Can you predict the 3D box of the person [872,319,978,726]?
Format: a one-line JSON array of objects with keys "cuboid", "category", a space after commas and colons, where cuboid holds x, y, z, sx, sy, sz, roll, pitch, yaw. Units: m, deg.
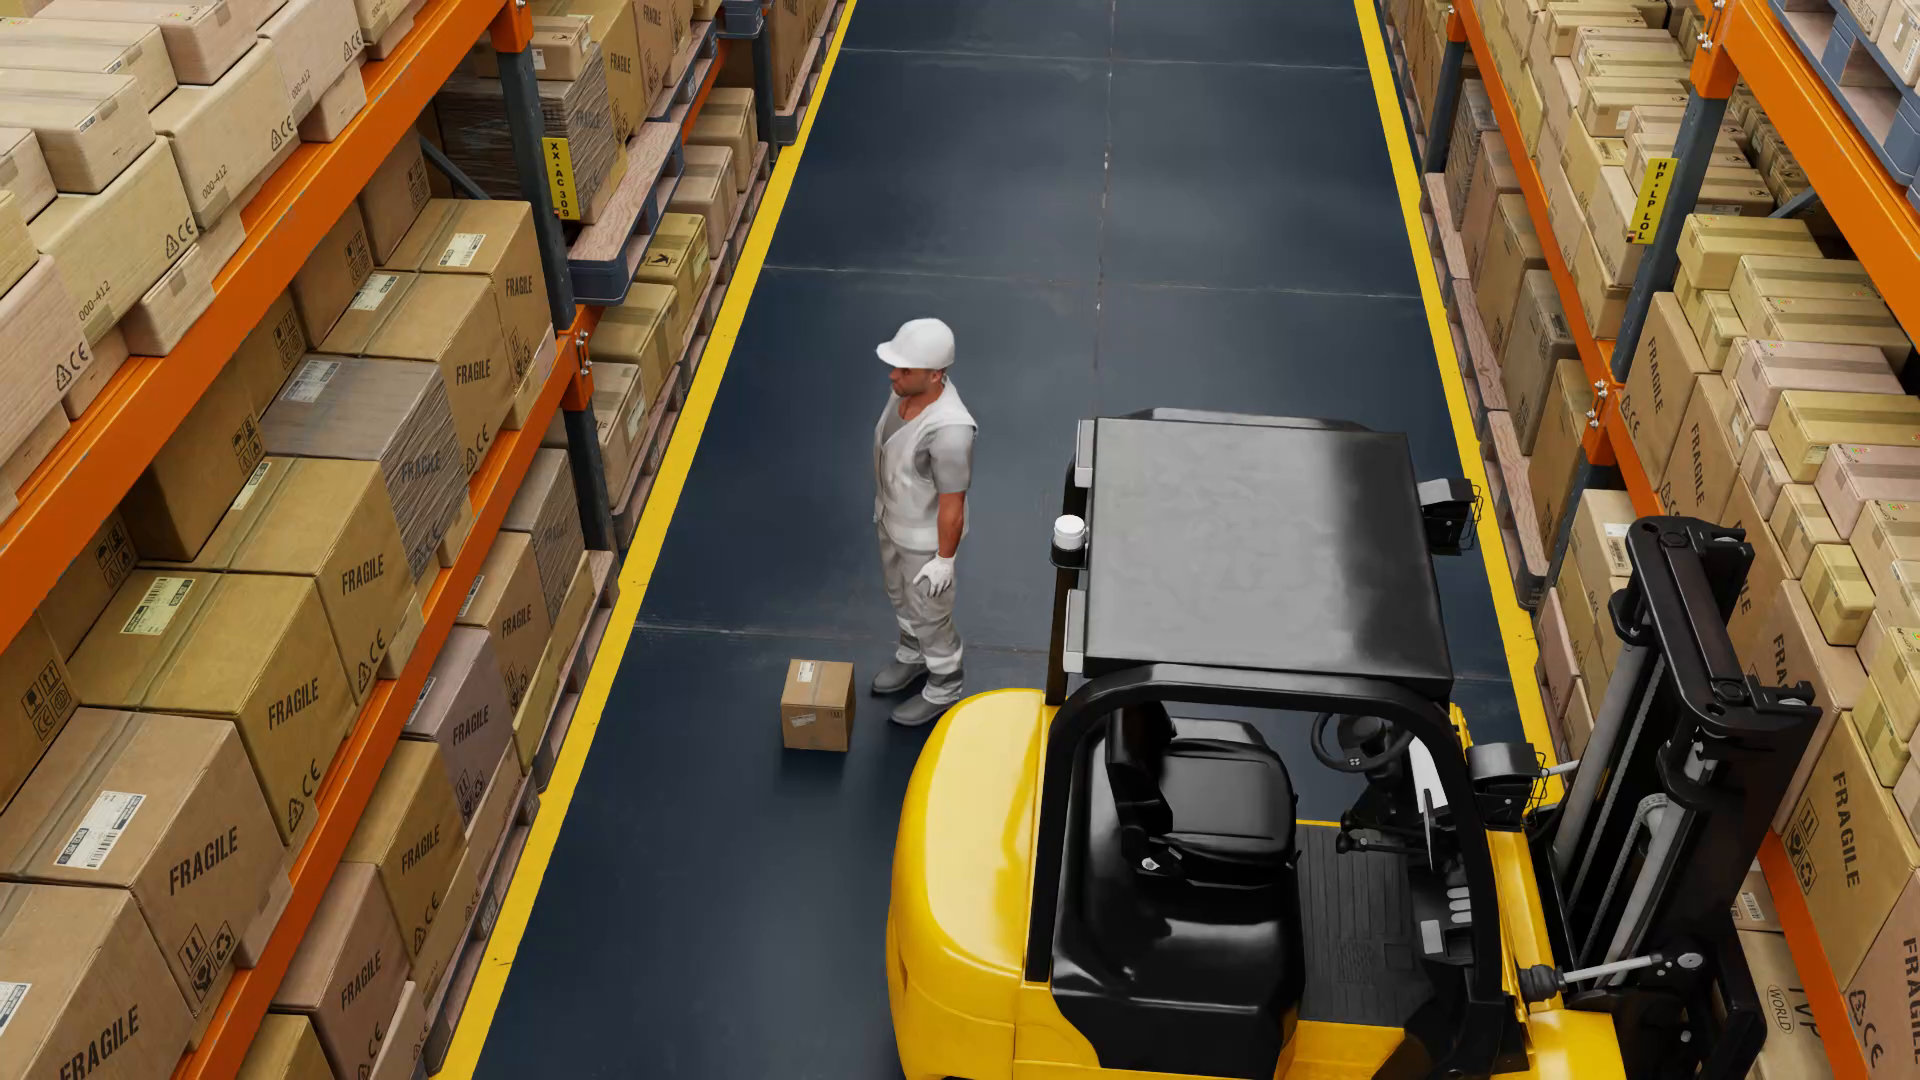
[{"cuboid": [-0.154, -0.045, 6.190, 0.351, 1.790, 0.529, -14, 42, -17], "category": "person"}]
